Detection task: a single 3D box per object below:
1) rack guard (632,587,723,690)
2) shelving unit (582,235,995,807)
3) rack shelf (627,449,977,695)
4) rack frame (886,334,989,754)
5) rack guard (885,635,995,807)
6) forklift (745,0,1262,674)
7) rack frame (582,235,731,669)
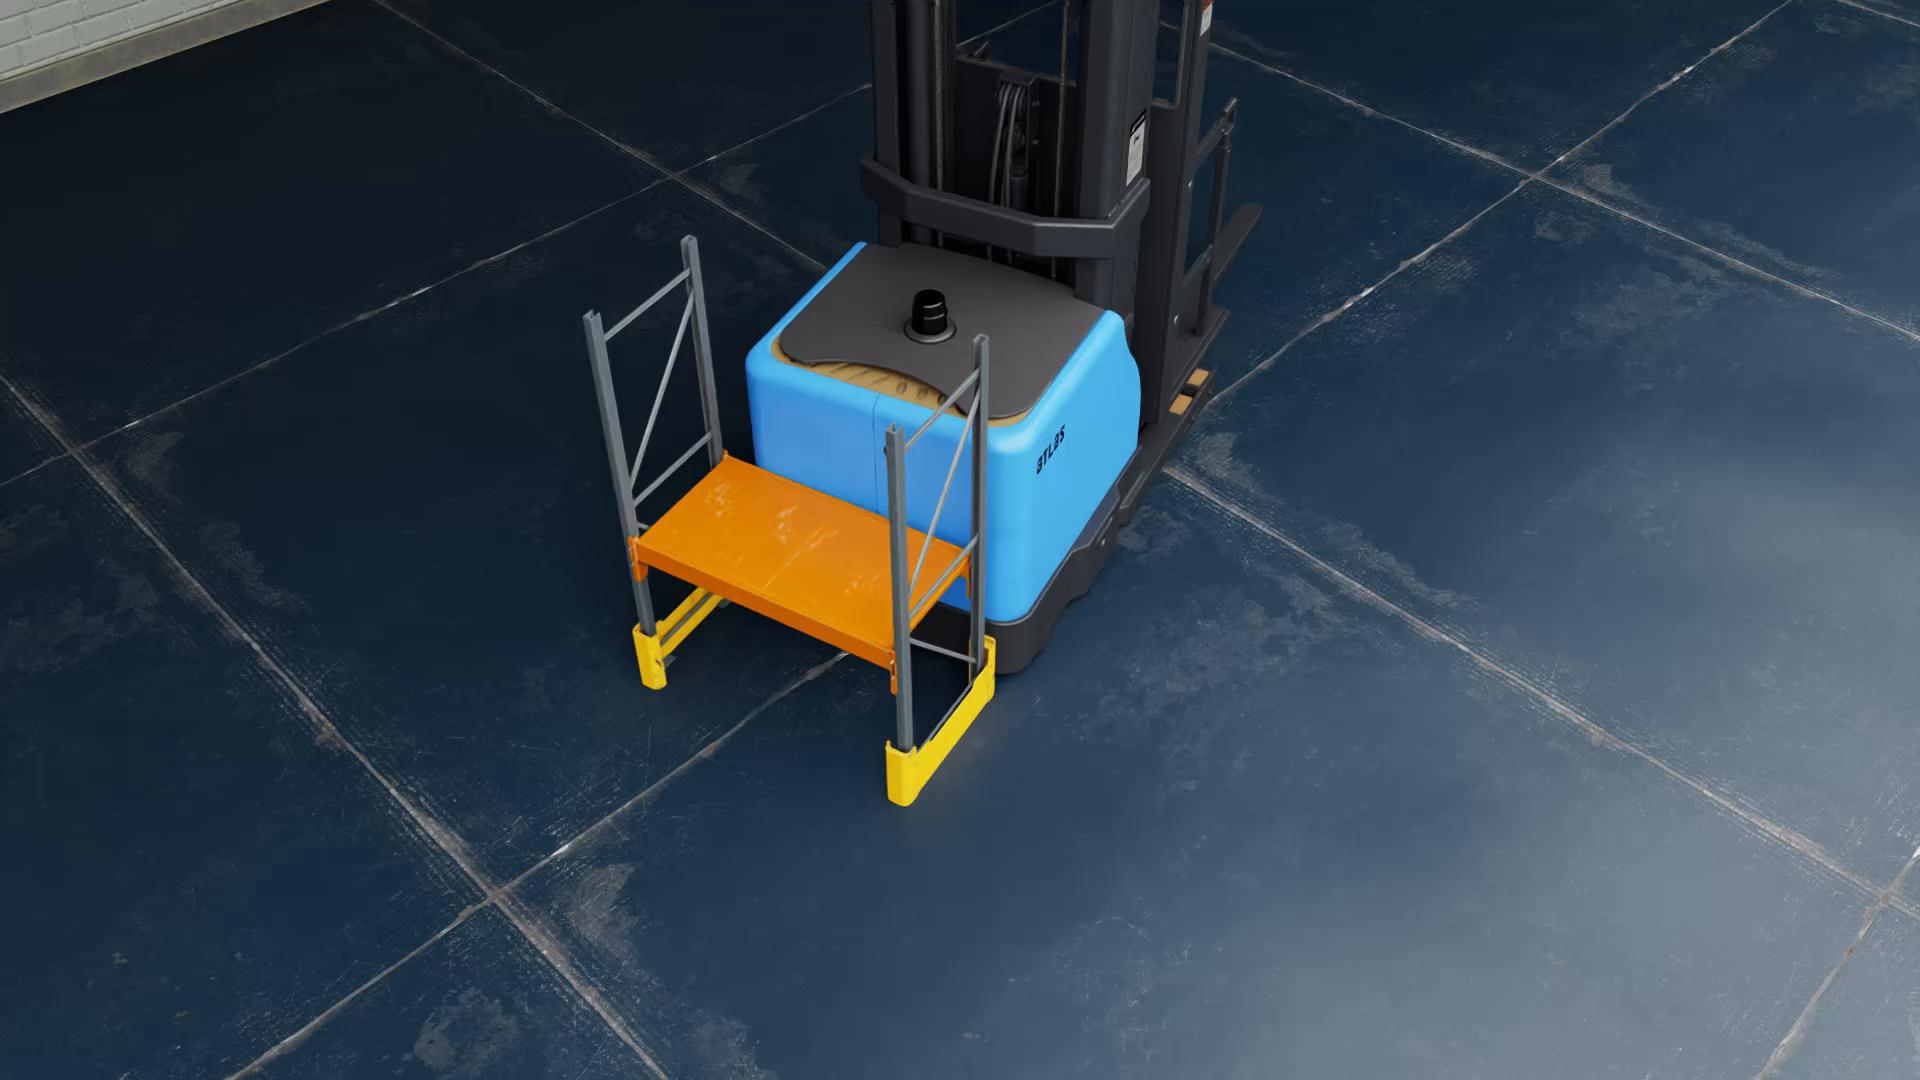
[{"bbox_3d":[-0.918,0.241,5.805,0.087,0.250,0.587,22,47,22],"label":"rack guard"},{"bbox_3d":[-0.488,-0.048,5.196,1.083,1.500,0.587,22,47,22],"label":"shelving unit"},{"bbox_3d":[-0.496,0.081,5.322,1.000,0.185,0.538,22,47,22],"label":"rack shelf"},{"bbox_3d":[-0.057,0.123,5.012,0.032,1.500,0.500,22,47,22],"label":"rack frame"},{"bbox_3d":[-0.058,0.582,5.436,0.087,0.250,0.587,22,47,22],"label":"rack guard"},{"bbox_3d":[0.400,-1.621,5.845,1.130,2.935,3.031,19,46,19],"label":"forklift"},{"bbox_3d":[-0.935,-0.224,5.388,0.032,1.500,0.500,22,47,22],"label":"rack frame"}]
